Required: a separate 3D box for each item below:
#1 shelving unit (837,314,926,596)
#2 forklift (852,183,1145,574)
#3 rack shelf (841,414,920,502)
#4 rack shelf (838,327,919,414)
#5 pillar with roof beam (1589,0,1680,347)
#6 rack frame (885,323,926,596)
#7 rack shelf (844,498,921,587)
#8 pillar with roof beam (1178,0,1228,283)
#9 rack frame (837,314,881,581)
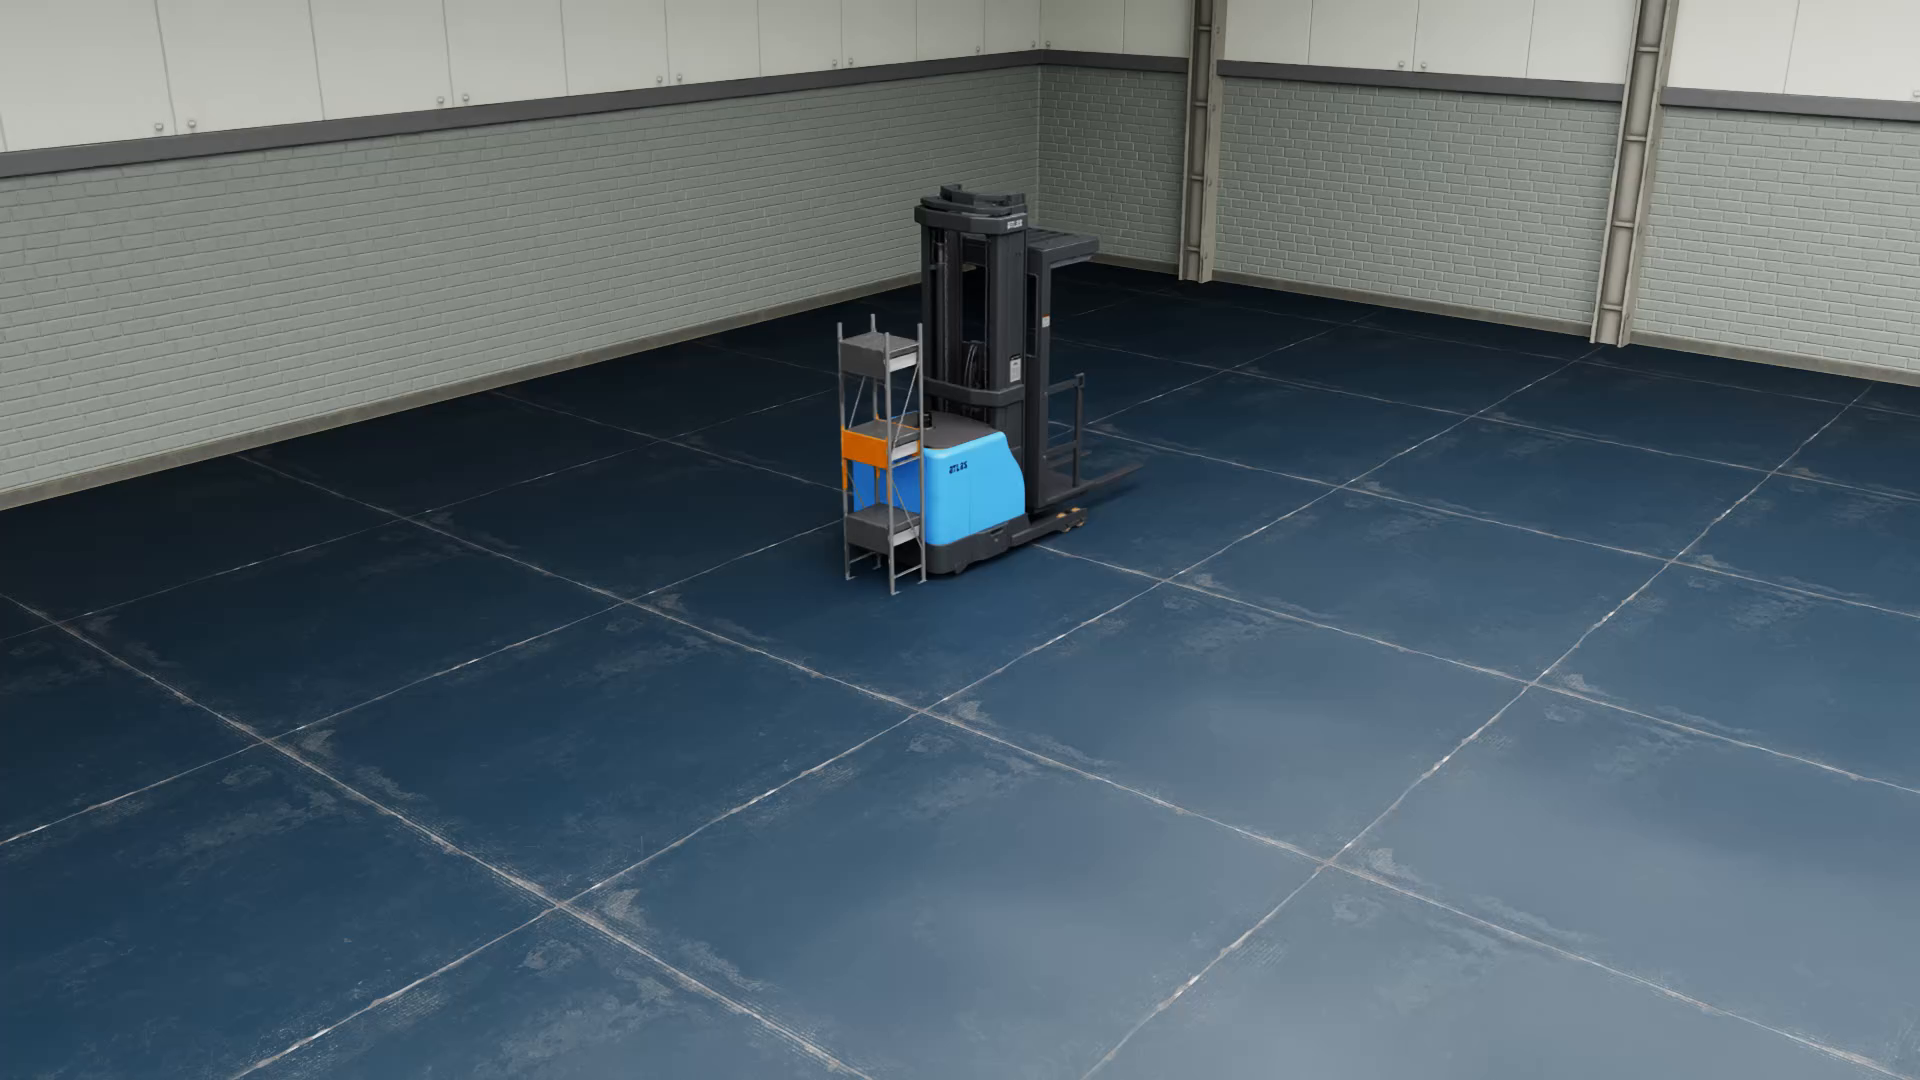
[{"bbox_3d":[-0.601,-0.654,12.921,0.503,2.100,0.431,17,27,37],"label":"shelving unit"},{"bbox_3d":[0.460,-1.541,14.102,1.130,2.935,3.031,17,27,38],"label":"forklift"},{"bbox_3d":[-0.601,-0.641,12.926,0.480,0.518,0.431,17,27,37],"label":"rack shelf"},{"bbox_3d":[-0.605,-1.295,12.676,0.480,0.518,0.431,17,27,37],"label":"rack shelf"},{"bbox_3d":[5.356,-5.489,15.971,0.400,9.000,9.100,16,26,36],"label":"pillar with roof beam"},{"bbox_3d":[-0.415,-0.598,12.774,0.015,2.100,0.400,17,27,37],"label":"rack frame"},{"bbox_3d":[-0.597,0.012,13.177,0.480,0.518,0.431,17,27,37],"label":"rack shelf"},{"bbox_3d":[0.708,-6.828,19.521,0.400,9.000,9.100,16,26,36],"label":"pillar with roof beam"},{"bbox_3d":[-0.787,-0.710,13.069,0.015,2.100,0.400,17,27,37],"label":"rack frame"}]
